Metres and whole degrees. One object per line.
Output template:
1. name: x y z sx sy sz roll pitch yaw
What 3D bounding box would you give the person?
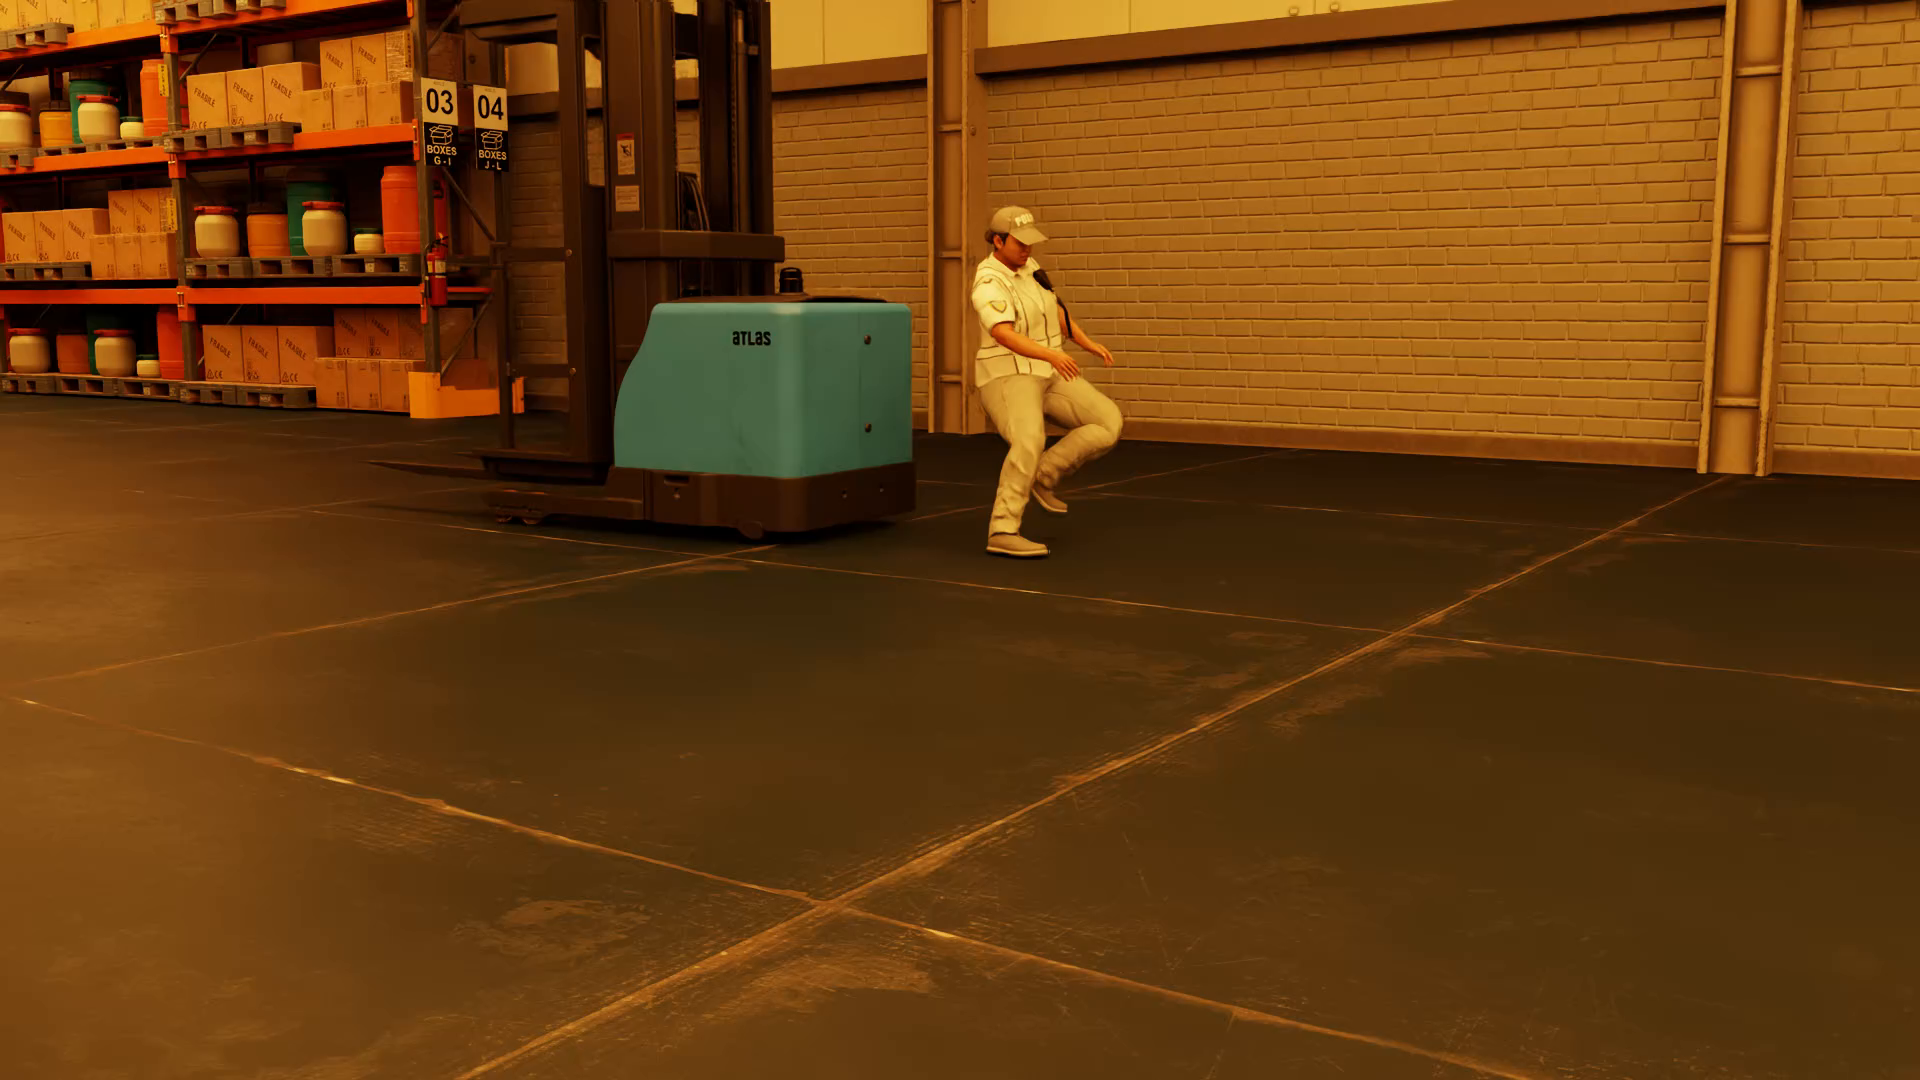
1. person: 0.362 -0.721 7.344 0.702 1.492 0.799 7 10 39

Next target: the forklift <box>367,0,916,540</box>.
1. forklift: -1.742 -1.582 8.315 3.031 2.935 1.130 5 9 31
